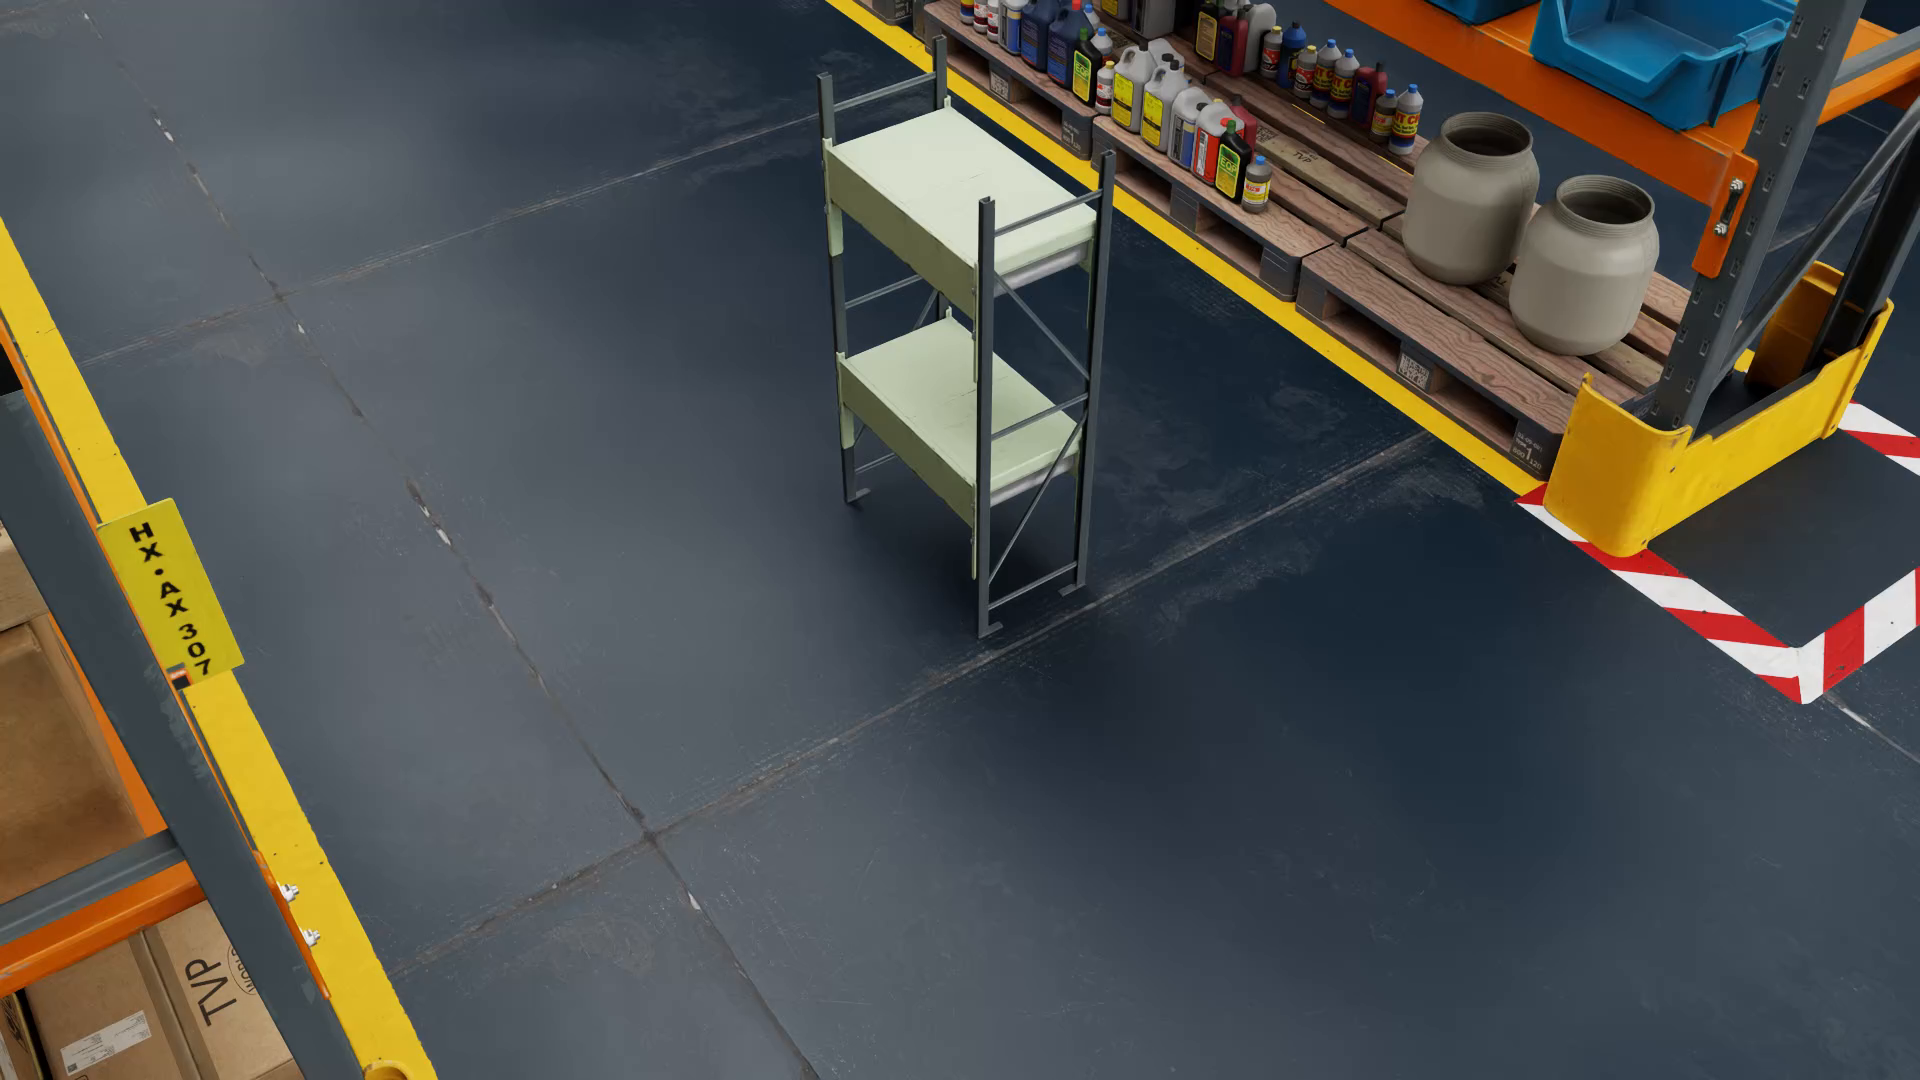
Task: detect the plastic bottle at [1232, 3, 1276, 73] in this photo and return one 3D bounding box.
[{"bbox_3d":[1.216,-2.119,6.951,0.152,0.276,0.135,-25,49,-24],"label":"plastic bottle"}]

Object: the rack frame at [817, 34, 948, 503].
[{"bbox_3d":[-0.206,-0.746,4.945,0.400,1.500,0.023,-26,49,-24],"label":"rack frame"}]

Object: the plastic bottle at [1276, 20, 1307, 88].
[{"bbox_3d":[1.364,-2.004,6.834,0.097,0.271,0.097,0,44,0],"label":"plastic bottle"}]

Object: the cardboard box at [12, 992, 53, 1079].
[{"bbox_3d":[-2.099,1.294,3.409,0.500,0.250,0.500,-26,49,-24],"label":"cardboard box"}]

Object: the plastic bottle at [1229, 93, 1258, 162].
[{"bbox_3d":[1.070,-1.555,6.356,0.061,0.283,0.133,-26,49,-24],"label":"plastic bottle"}]

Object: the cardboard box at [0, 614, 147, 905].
[{"bbox_3d":[-1.806,0.333,2.656,0.700,0.500,0.500,-26,49,-24],"label":"cardboard box"}]

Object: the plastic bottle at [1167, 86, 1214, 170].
[{"bbox_3d":[0.904,-1.589,6.396,0.152,0.276,0.135,-27,50,-25],"label":"plastic bottle"}]

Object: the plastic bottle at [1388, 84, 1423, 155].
[{"bbox_3d":[1.734,-1.638,6.451,0.097,0.271,0.097,0,44,0],"label":"plastic bottle"}]

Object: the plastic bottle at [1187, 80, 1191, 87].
[{"bbox_3d":[0.880,-1.727,6.594,0.097,0.201,0.097,0,44,0],"label":"plastic bottle"}]

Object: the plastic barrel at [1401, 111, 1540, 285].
[{"bbox_3d":[1.789,-1.194,5.826,0.421,0.512,0.421,0,44,0],"label":"plastic barrel"}]

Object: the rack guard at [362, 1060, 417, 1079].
[{"bbox_3d":[-1.536,1.556,3.258,1.175,0.500,0.348,-26,49,-24],"label":"rack guard"}]

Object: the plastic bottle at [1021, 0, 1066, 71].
[{"bbox_3d":[0.348,-2.161,6.941,0.144,0.351,0.185,-24,49,-23],"label":"plastic bottle"}]

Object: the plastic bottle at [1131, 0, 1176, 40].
[{"bbox_3d":[0.834,-2.323,7.165,0.152,0.276,0.135,-26,49,-24],"label":"plastic bottle"}]

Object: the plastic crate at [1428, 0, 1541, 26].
[{"bbox_3d":[1.617,-1.797,5.068,0.499,0.251,0.408,-26,49,-24],"label":"plastic crate"}]

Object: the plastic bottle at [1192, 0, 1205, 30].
[{"bbox_3d":[1.069,-2.323,7.159,0.061,0.283,0.133,-23,48,-22],"label":"plastic bottle"}]

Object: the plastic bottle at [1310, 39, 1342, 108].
[{"bbox_3d":[1.480,-1.889,6.714,0.097,0.271,0.097,0,44,0],"label":"plastic bottle"}]

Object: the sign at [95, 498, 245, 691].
[{"bbox_3d":[-1.091,0.081,2.309,0.100,0.325,0.005,-26,49,-24],"label":"sign"}]

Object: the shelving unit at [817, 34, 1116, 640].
[{"bbox_3d":[0.004,-0.539,4.728,0.431,1.500,0.755,-26,49,-24],"label":"shelving unit"}]

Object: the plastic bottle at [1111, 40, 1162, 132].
[{"bbox_3d":[0.699,-1.814,6.577,0.144,0.351,0.185,-26,49,-25],"label":"plastic bottle"}]

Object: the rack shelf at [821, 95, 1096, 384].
[{"bbox_3d":[0.004,-0.821,4.459,0.431,0.370,0.720,-26,49,-24],"label":"rack shelf"}]

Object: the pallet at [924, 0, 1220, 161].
[{"bbox_3d":[0.577,-2.176,7.376,1.003,0.211,1.213,-26,49,-24],"label":"pallet"}]

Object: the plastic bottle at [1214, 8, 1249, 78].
[{"bbox_3d":[1.129,-2.079,6.905,0.061,0.283,0.133,-26,49,-24],"label":"plastic bottle"}]

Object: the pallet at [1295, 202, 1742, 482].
[{"bbox_3d":[1.973,-0.794,5.929,1.003,0.211,1.213,-26,49,-24],"label":"pallet"}]

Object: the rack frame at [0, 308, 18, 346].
[{"bbox_3d":[-3.838,-1.627,4.782,1.000,3.000,0.127,-26,49,-24],"label":"rack frame"}]

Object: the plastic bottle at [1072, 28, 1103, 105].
[{"bbox_3d":[0.517,-1.920,6.737,0.061,0.283,0.133,-24,48,-23],"label":"plastic bottle"}]

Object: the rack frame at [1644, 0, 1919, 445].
[{"bbox_3d":[2.515,-1.316,4.456,1.000,3.000,0.127,-26,49,-24],"label":"rack frame"}]

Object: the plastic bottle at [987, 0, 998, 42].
[{"bbox_3d":[0.166,-2.260,7.152,0.097,0.201,0.097,0,44,0],"label":"plastic bottle"}]

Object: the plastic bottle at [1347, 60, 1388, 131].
[{"bbox_3d":[1.619,-1.778,6.589,0.061,0.283,0.133,-25,49,-24],"label":"plastic bottle"}]

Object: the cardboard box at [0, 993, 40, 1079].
[{"bbox_3d":[-2.101,1.024,3.149,0.500,0.500,0.500,-26,49,-24],"label":"cardboard box"}]

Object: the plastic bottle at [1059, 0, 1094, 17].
[{"bbox_3d":[0.467,-2.218,7.001,0.144,0.351,0.185,-26,49,-24],"label":"plastic bottle"}]

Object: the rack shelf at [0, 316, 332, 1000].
[{"bbox_3d":[-2.694,-0.234,3.844,1.077,0.370,4.000,-26,49,-24],"label":"rack shelf"}]

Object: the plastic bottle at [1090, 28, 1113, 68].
[{"bbox_3d":[0.571,-1.957,6.785,0.097,0.271,0.097,0,44,0],"label":"plastic bottle"}]

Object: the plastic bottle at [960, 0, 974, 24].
[{"bbox_3d":[0.050,-2.400,7.249,0.097,0.271,0.097,0,44,0],"label":"plastic bottle"}]

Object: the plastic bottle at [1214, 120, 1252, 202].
[{"bbox_3d":[1.023,-1.418,6.212,0.061,0.283,0.133,-25,49,-24],"label":"plastic bottle"}]
